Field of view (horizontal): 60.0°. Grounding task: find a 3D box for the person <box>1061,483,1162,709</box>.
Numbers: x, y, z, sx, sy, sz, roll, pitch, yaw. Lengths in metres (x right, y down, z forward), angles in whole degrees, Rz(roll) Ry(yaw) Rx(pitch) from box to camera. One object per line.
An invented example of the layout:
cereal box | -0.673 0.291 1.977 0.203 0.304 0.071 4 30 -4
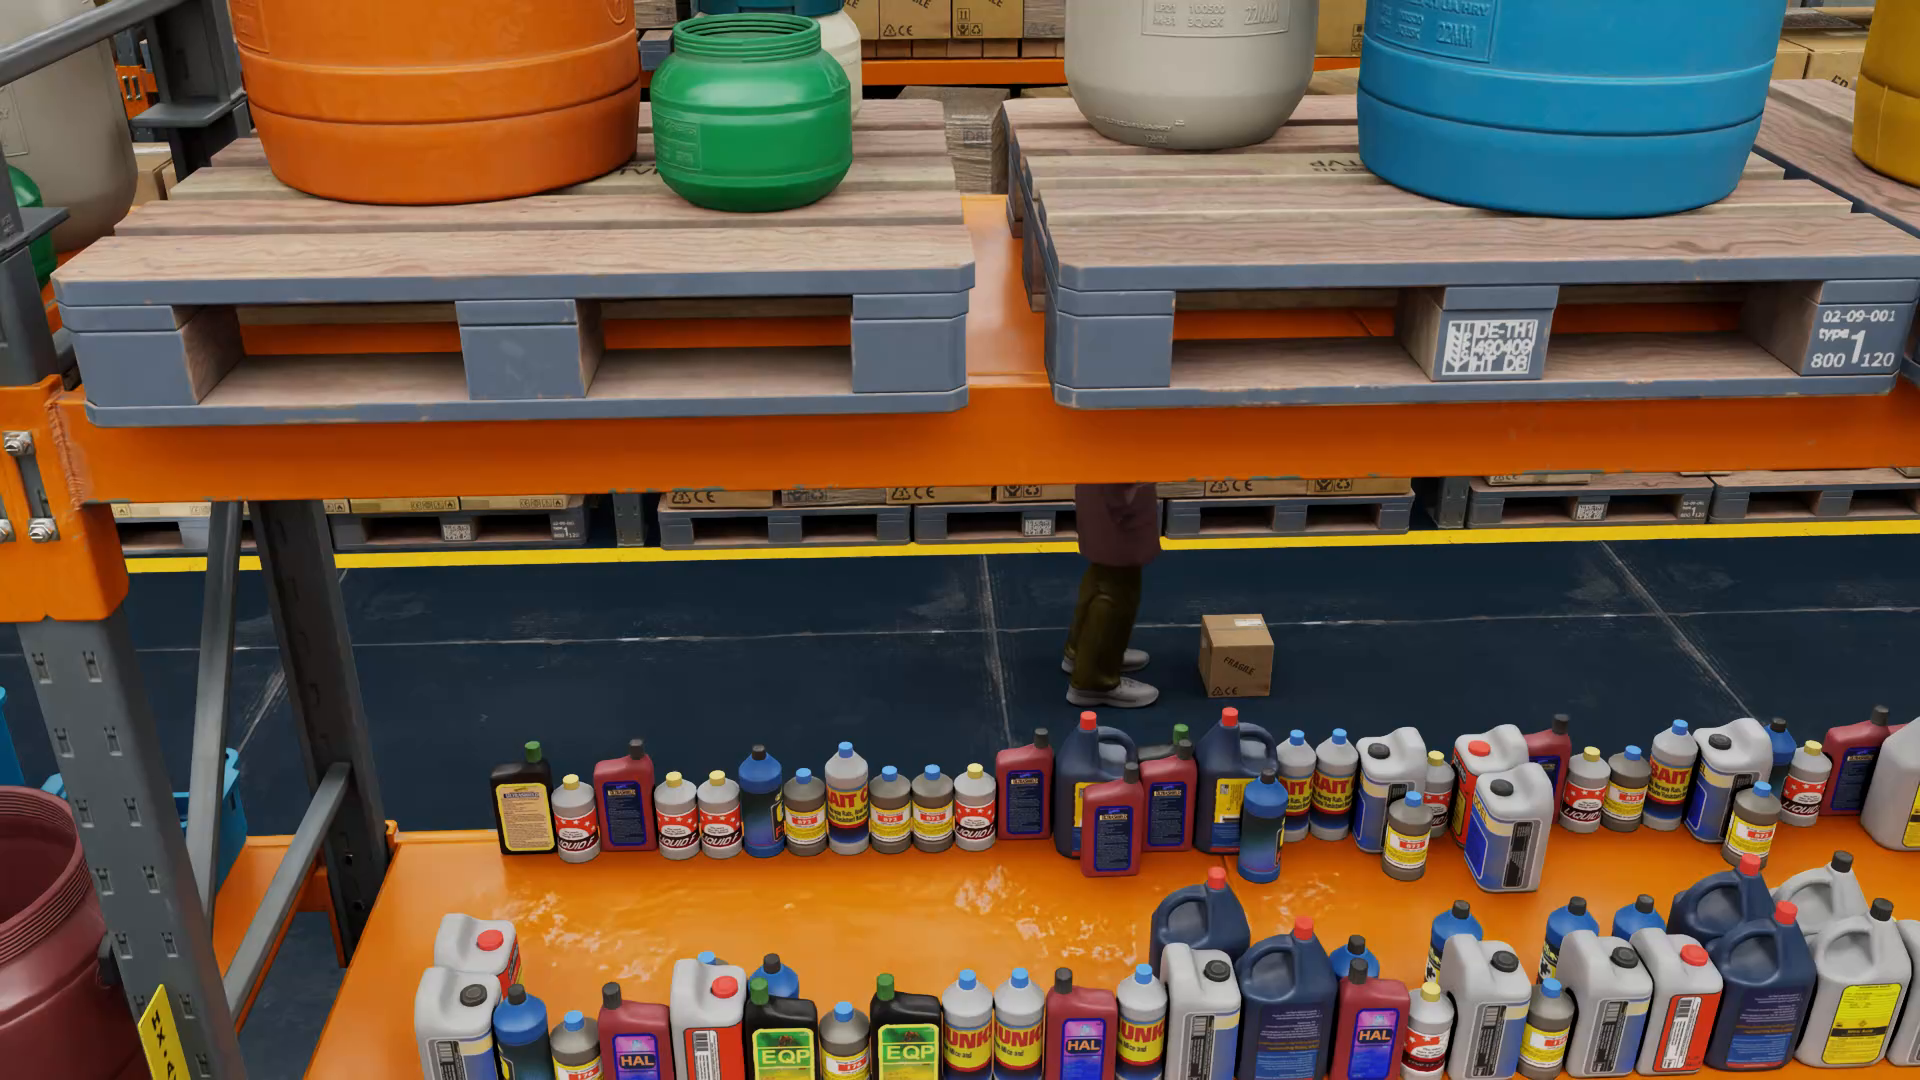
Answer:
person | 0.616 -0.198 6.529 0.377 1.773 0.562 -1 27 -2
